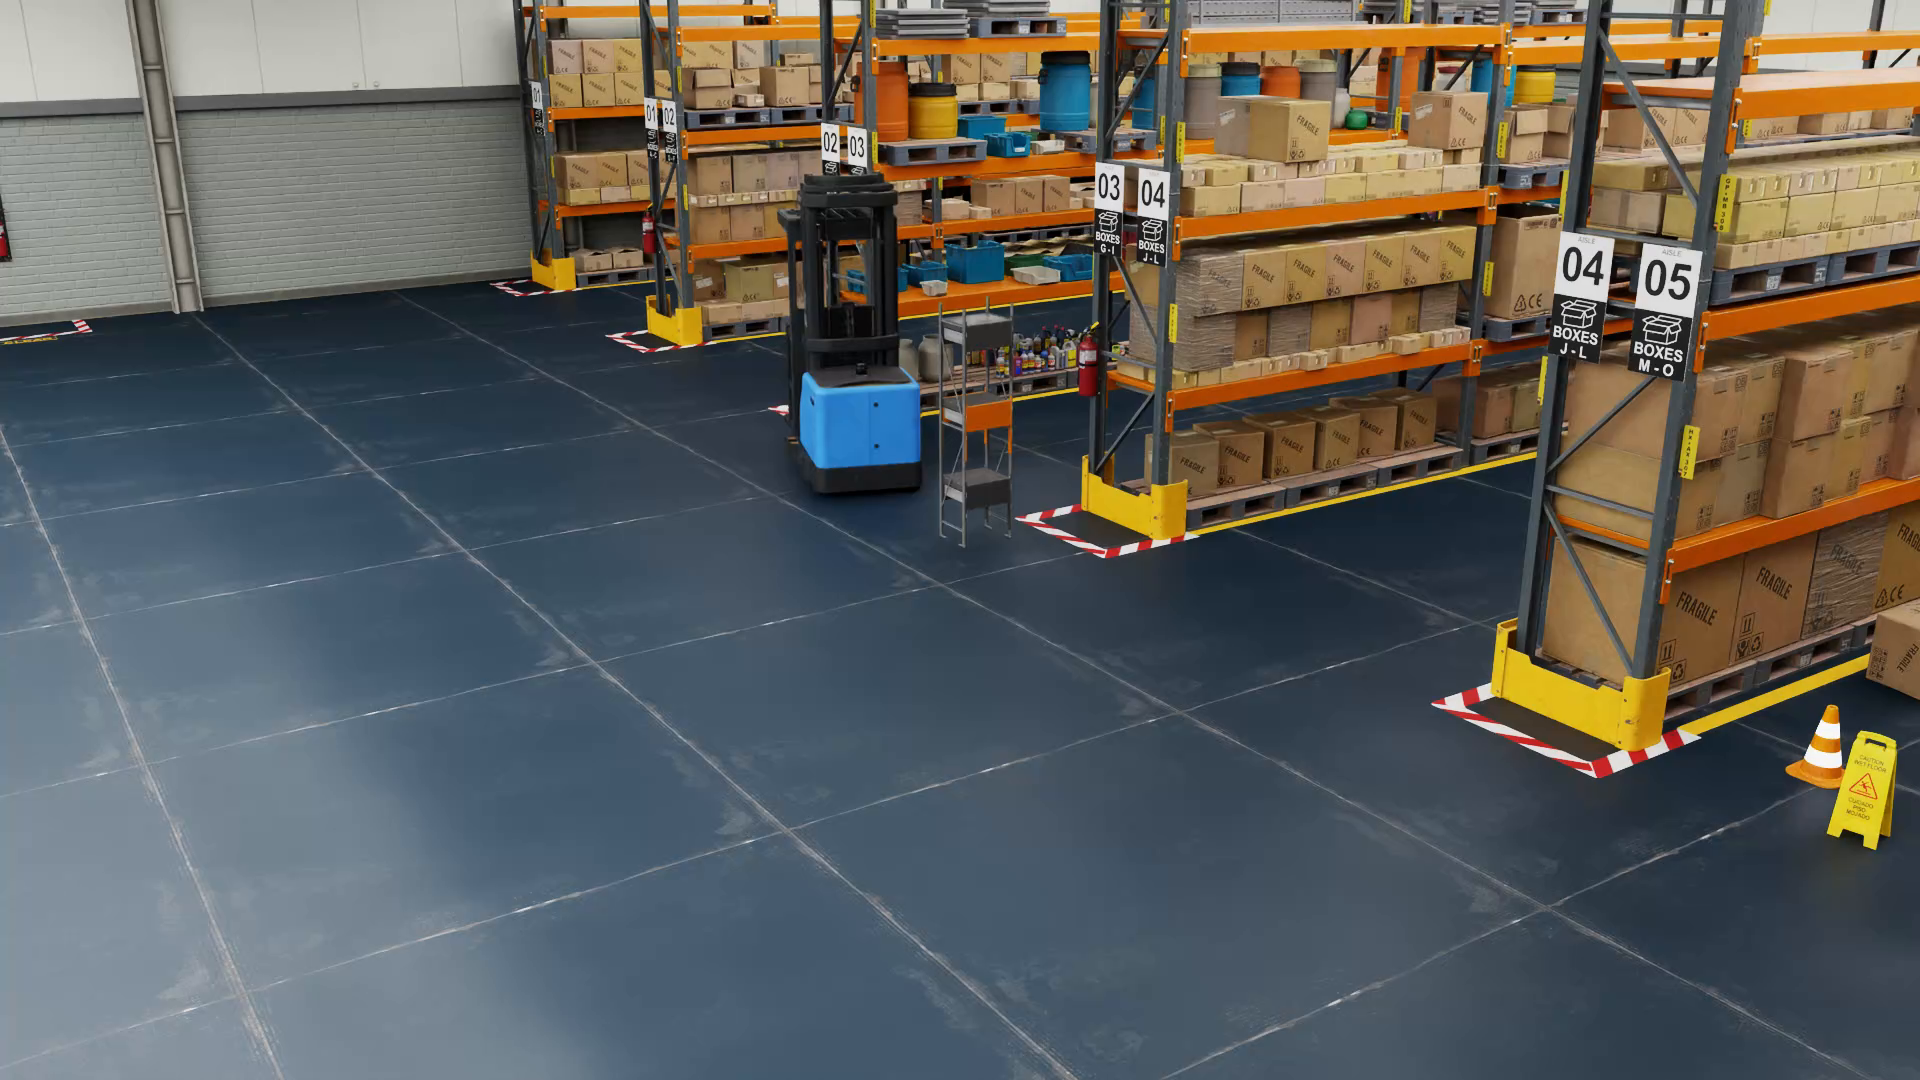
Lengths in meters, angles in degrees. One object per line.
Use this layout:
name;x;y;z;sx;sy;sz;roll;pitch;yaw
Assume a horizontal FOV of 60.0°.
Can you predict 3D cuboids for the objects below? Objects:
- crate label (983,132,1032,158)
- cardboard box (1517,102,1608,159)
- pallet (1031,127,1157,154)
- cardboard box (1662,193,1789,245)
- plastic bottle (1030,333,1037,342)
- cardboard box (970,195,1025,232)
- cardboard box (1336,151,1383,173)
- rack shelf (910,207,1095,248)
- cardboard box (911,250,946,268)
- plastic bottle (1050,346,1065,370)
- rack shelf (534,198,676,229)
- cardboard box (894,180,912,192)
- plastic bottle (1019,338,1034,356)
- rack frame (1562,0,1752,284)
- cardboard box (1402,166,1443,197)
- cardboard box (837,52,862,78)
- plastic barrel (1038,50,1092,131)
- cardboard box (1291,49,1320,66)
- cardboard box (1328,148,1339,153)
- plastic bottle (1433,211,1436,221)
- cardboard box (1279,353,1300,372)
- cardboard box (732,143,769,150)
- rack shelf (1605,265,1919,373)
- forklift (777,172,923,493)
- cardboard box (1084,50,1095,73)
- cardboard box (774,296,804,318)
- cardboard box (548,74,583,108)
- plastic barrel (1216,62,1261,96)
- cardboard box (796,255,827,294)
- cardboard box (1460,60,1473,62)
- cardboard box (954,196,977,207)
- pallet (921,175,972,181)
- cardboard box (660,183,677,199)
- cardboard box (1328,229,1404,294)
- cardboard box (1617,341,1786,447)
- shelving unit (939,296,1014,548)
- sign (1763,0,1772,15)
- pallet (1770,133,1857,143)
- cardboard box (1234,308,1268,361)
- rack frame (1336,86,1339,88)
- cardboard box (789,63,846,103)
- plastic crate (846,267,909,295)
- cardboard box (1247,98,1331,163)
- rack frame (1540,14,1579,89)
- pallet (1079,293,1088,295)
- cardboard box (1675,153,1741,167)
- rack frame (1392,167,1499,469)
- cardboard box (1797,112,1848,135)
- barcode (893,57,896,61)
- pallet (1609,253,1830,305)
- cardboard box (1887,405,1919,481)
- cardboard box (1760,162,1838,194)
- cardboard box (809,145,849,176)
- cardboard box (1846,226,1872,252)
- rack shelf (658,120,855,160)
crate label;0.537;-4.500;18.922;0.408;0.251;0.502;-12;22;-31
cardboard box;6.090;-4.180;16.924;0.637;0.503;0.797;-11;22;-29
pallet;1.584;-4.791;19.845;1.003;0.211;1.213;-12;22;-31
cardboard box;4.704;-1.993;10.230;0.500;0.250;0.500;-12;22;-32
plastic bottle;0.912;-2.452;20.869;0.133;0.283;0.061;-11;21;-29
cardboard box;0.711;-6.243;31.227;0.750;0.750;0.750;-12;22;-32
cardboard box;3.646;-3.459;15.221;0.250;0.149;0.380;-11;21;-29
rack shelf;1.082;-4.950;25.827;4.000;0.370;1.077;-12;22;-31
cardboard box;-0.408;-4.249;25.391;0.500;0.311;0.500;-12;22;-31
plastic bottle;1.185;-2.222;20.201;0.135;0.276;0.152;-11;22;-30
rack shelf;-4.987;-5.570;27.660;4.000;0.370;1.077;-12;22;-31
cardboard box;-0.905;-5.145;24.111;0.250;0.149;0.380;-12;22;-33
plastic bottle;0.820;-2.357;20.598;0.135;0.276;0.152;-12;22;-31
rack frame;4.159;-3.081;9.808;0.127;3.000;1.000;-12;22;-31
cardboard box;4.177;-3.399;15.665;0.500;0.250;0.500;-11;22;-30
cardboard box;-1.786;-8.222;28.887;0.500;0.500;0.500;-13;23;-33
plastic barrel;1.242;-5.324;19.687;0.708;0.901;0.600;-12;22;-31
cardboard box;5.632;-7.993;28.054;0.600;0.600;0.600;-14;23;-36
cardboard box;3.347;-3.613;15.675;0.250;0.149;0.380;-12;22;-32
plastic bottle;6.830;-4.689;24.113;0.133;0.283;0.061;-12;22;-31
cardboard box;2.925;-1.673;15.402;0.250;0.149;0.380;-12;22;-31
cardboard box;-3.541;-6.391;27.996;0.500;0.500;0.500;-12;22;-32
rack shelf;5.830;-1.672;11.446;4.000;0.370;1.077;-12;22;-31
forklift;-1.220;-2.270;16.883;1.130;2.935;3.031;-5;19;-13
cardboard box;2.141;-9.108;31.475;0.500;0.500;0.700;-12;22;-32
cardboard box;-2.526;-3.342;23.585;0.500;0.250;0.500;-12;22;-31
cardboard box;-6.240;-7.028;25.979;0.500;0.500;0.500;-11;22;-30
plastic barrel;3.530;-5.650;21.306;0.708;0.901;0.600;-12;22;-31
cardboard box;-2.105;-3.784;23.721;0.500;0.500;0.500;-12;22;-31
cardboard box;9.013;-8.899;29.984;0.500;0.500;0.700;-12;22;-31
cardboard box;0.045;-5.079;25.294;0.258;0.266;0.396;-13;22;-33
pallet;-0.512;-6.723;30.246;1.003;0.211;1.213;-12;22;-31
cardboard box;-4.797;-5.770;27.331;0.500;0.250;0.500;-12;22;-31
cardboard box;3.797;-2.621;15.632;0.500;0.500;0.500;-12;22;-31
cardboard box;4.899;-0.998;11.094;0.550;0.550;0.875;-12;22;-31
shelving unit;0.138;-1.024;14.495;0.503;2.100;0.431;-12;22;-31
sign;12.471;-8.272;25.665;0.005;0.325;0.100;-12;22;-31
pallet;9.638;-4.650;19.426;1.213;0.211;1.003;-11;21;-29
cardboard box;2.342;-1.982;15.302;0.500;0.500;0.875;-12;22;-31
rack frame;6.093;-6.348;28.838;0.127;3.000;1.000;-12;22;-31
cardboard box;-2.033;-6.417;23.325;0.637;0.503;0.797;-9;21;-25
plastic crate;-0.955;-3.006;19.186;0.616;0.251;0.499;-12;22;-31
cardboard box;2.904;-3.619;14.681;0.500;0.500;0.500;-12;22;-32
rack frame;8.814;-7.864;23.956;0.127;3.000;1.000;-12;22;-31
pallet;2.043;-4.188;26.802;1.213;0.211;1.003;-12;22;-31
cardboard box;4.893;-2.450;10.960;0.250;0.149;0.380;-11;22;-30
rack frame;4.857;-2.288;16.830;0.127;3.000;1.000;-12;22;-31
cardboard box;9.892;-5.027;19.431;0.637;0.503;0.797;-12;22;-32
barcode;-1.180;-8.654;29.914;0.075;0.075;0.001;-12;22;-31
pallet;4.773;-1.752;10.697;1.213;0.211;1.003;-12;22;-31
cardboard box;6.752;-0.844;12.323;0.550;0.550;0.875;-12;22;-31
cardboard box;5.248;-2.272;10.434;0.250;0.149;0.380;-12;22;-31
cardboard box;-1.796;-5.343;23.685;0.500;0.500;0.700;-12;22;-31
cardboard box;5.676;-1.984;10.828;0.250;0.149;0.380;-12;22;-32
rack shelf;-2.259;-5.667;23.262;4.000;0.370;1.077;-12;22;-31
